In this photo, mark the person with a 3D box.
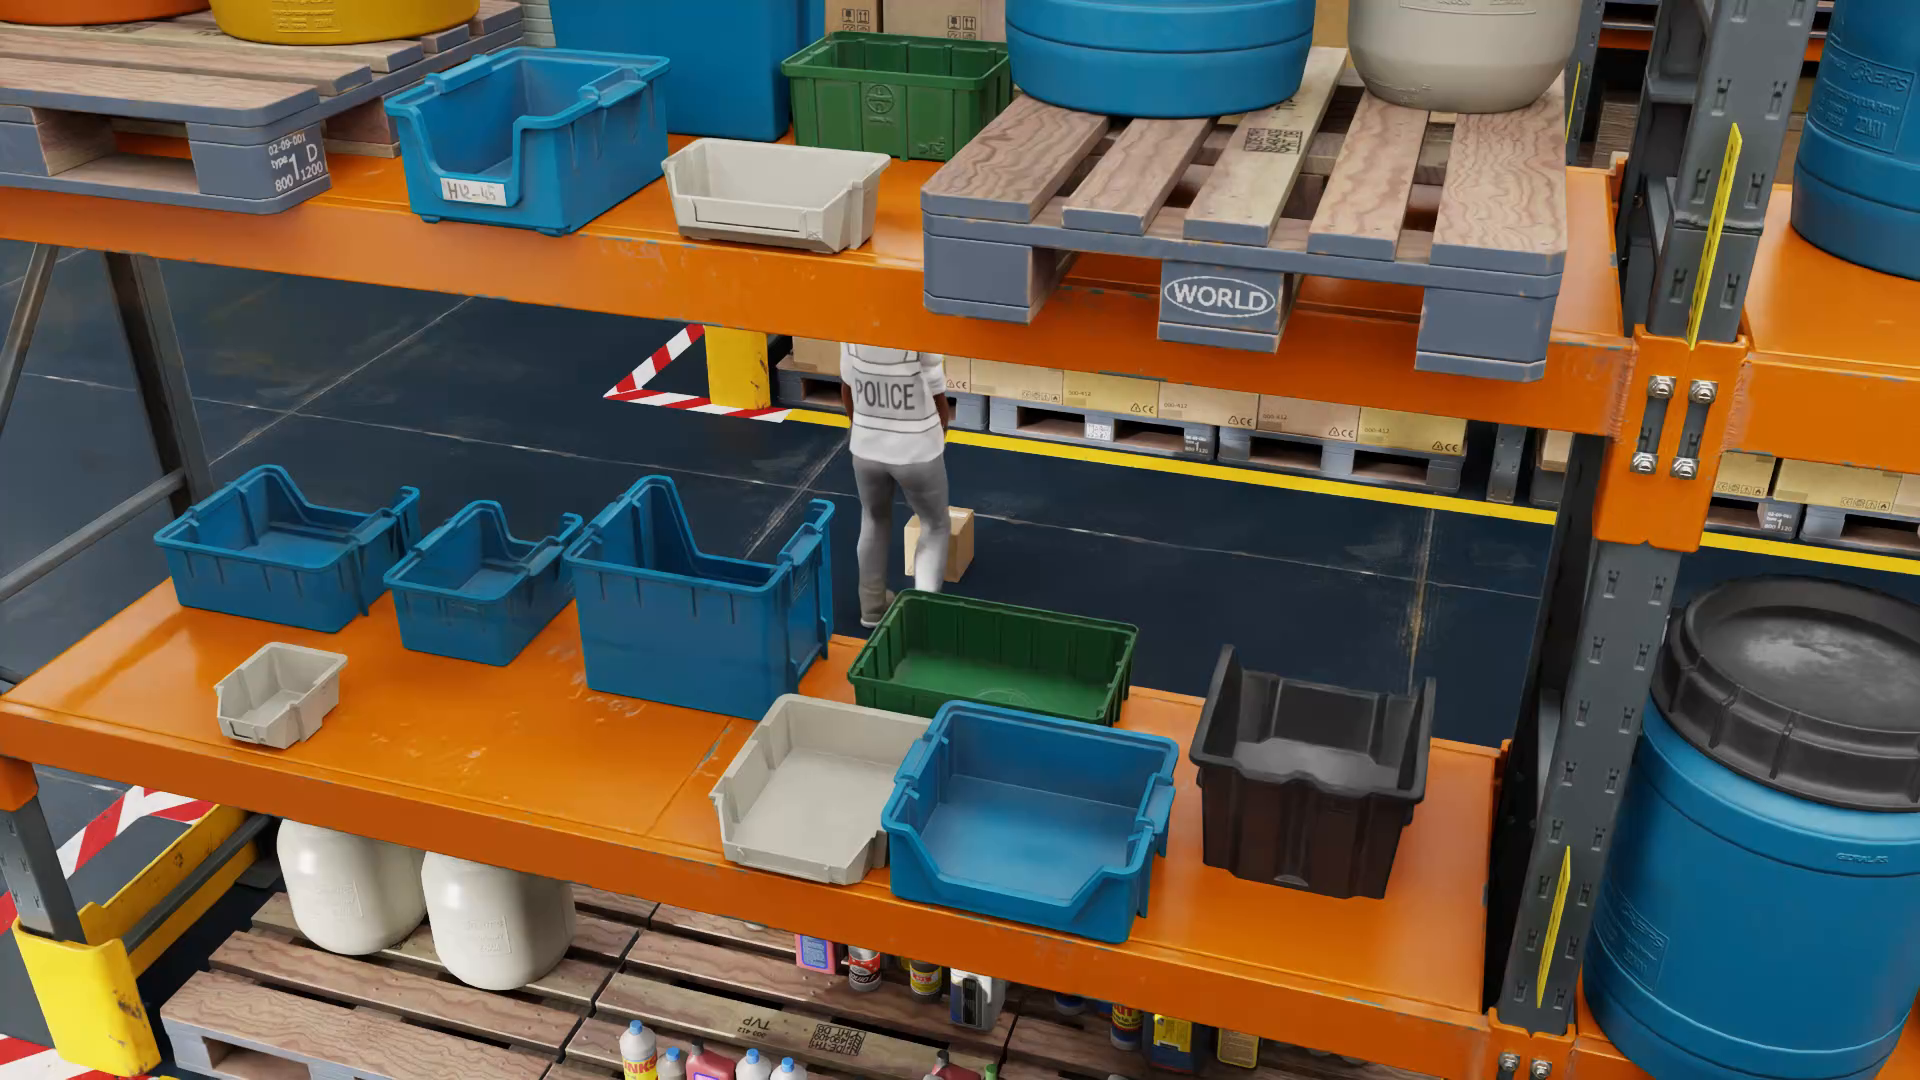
[{"bbox_3d":[-0.264,-0.370,6.837,0.457,1.624,0.442,9,31,16],"label":"person"}]
